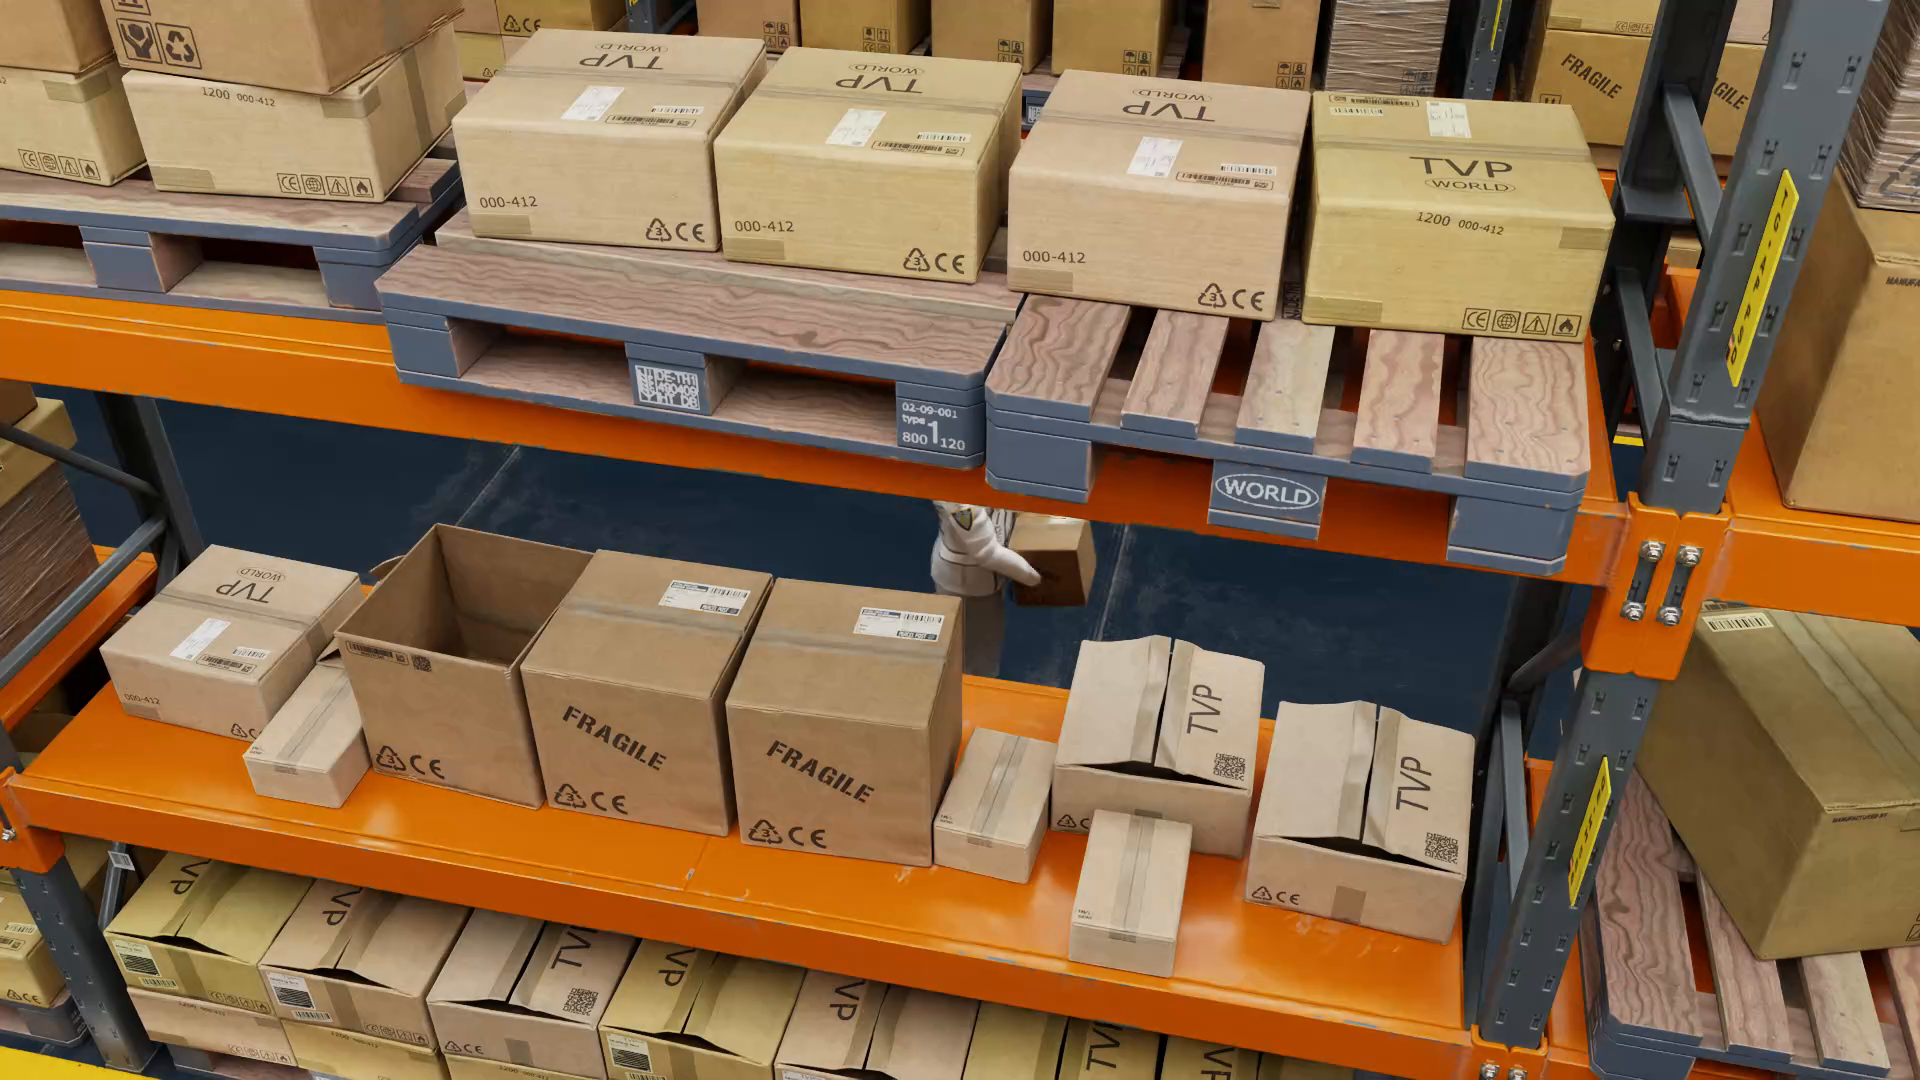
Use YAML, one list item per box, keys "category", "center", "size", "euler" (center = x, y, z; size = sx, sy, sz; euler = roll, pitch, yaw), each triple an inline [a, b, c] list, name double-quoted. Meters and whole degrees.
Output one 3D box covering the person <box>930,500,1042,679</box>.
- category: "person"
  center: [0.116, 0.117, 5.963]
  size: [0.552, 1.697, 0.468]
  euler: [3, 37, 4]
